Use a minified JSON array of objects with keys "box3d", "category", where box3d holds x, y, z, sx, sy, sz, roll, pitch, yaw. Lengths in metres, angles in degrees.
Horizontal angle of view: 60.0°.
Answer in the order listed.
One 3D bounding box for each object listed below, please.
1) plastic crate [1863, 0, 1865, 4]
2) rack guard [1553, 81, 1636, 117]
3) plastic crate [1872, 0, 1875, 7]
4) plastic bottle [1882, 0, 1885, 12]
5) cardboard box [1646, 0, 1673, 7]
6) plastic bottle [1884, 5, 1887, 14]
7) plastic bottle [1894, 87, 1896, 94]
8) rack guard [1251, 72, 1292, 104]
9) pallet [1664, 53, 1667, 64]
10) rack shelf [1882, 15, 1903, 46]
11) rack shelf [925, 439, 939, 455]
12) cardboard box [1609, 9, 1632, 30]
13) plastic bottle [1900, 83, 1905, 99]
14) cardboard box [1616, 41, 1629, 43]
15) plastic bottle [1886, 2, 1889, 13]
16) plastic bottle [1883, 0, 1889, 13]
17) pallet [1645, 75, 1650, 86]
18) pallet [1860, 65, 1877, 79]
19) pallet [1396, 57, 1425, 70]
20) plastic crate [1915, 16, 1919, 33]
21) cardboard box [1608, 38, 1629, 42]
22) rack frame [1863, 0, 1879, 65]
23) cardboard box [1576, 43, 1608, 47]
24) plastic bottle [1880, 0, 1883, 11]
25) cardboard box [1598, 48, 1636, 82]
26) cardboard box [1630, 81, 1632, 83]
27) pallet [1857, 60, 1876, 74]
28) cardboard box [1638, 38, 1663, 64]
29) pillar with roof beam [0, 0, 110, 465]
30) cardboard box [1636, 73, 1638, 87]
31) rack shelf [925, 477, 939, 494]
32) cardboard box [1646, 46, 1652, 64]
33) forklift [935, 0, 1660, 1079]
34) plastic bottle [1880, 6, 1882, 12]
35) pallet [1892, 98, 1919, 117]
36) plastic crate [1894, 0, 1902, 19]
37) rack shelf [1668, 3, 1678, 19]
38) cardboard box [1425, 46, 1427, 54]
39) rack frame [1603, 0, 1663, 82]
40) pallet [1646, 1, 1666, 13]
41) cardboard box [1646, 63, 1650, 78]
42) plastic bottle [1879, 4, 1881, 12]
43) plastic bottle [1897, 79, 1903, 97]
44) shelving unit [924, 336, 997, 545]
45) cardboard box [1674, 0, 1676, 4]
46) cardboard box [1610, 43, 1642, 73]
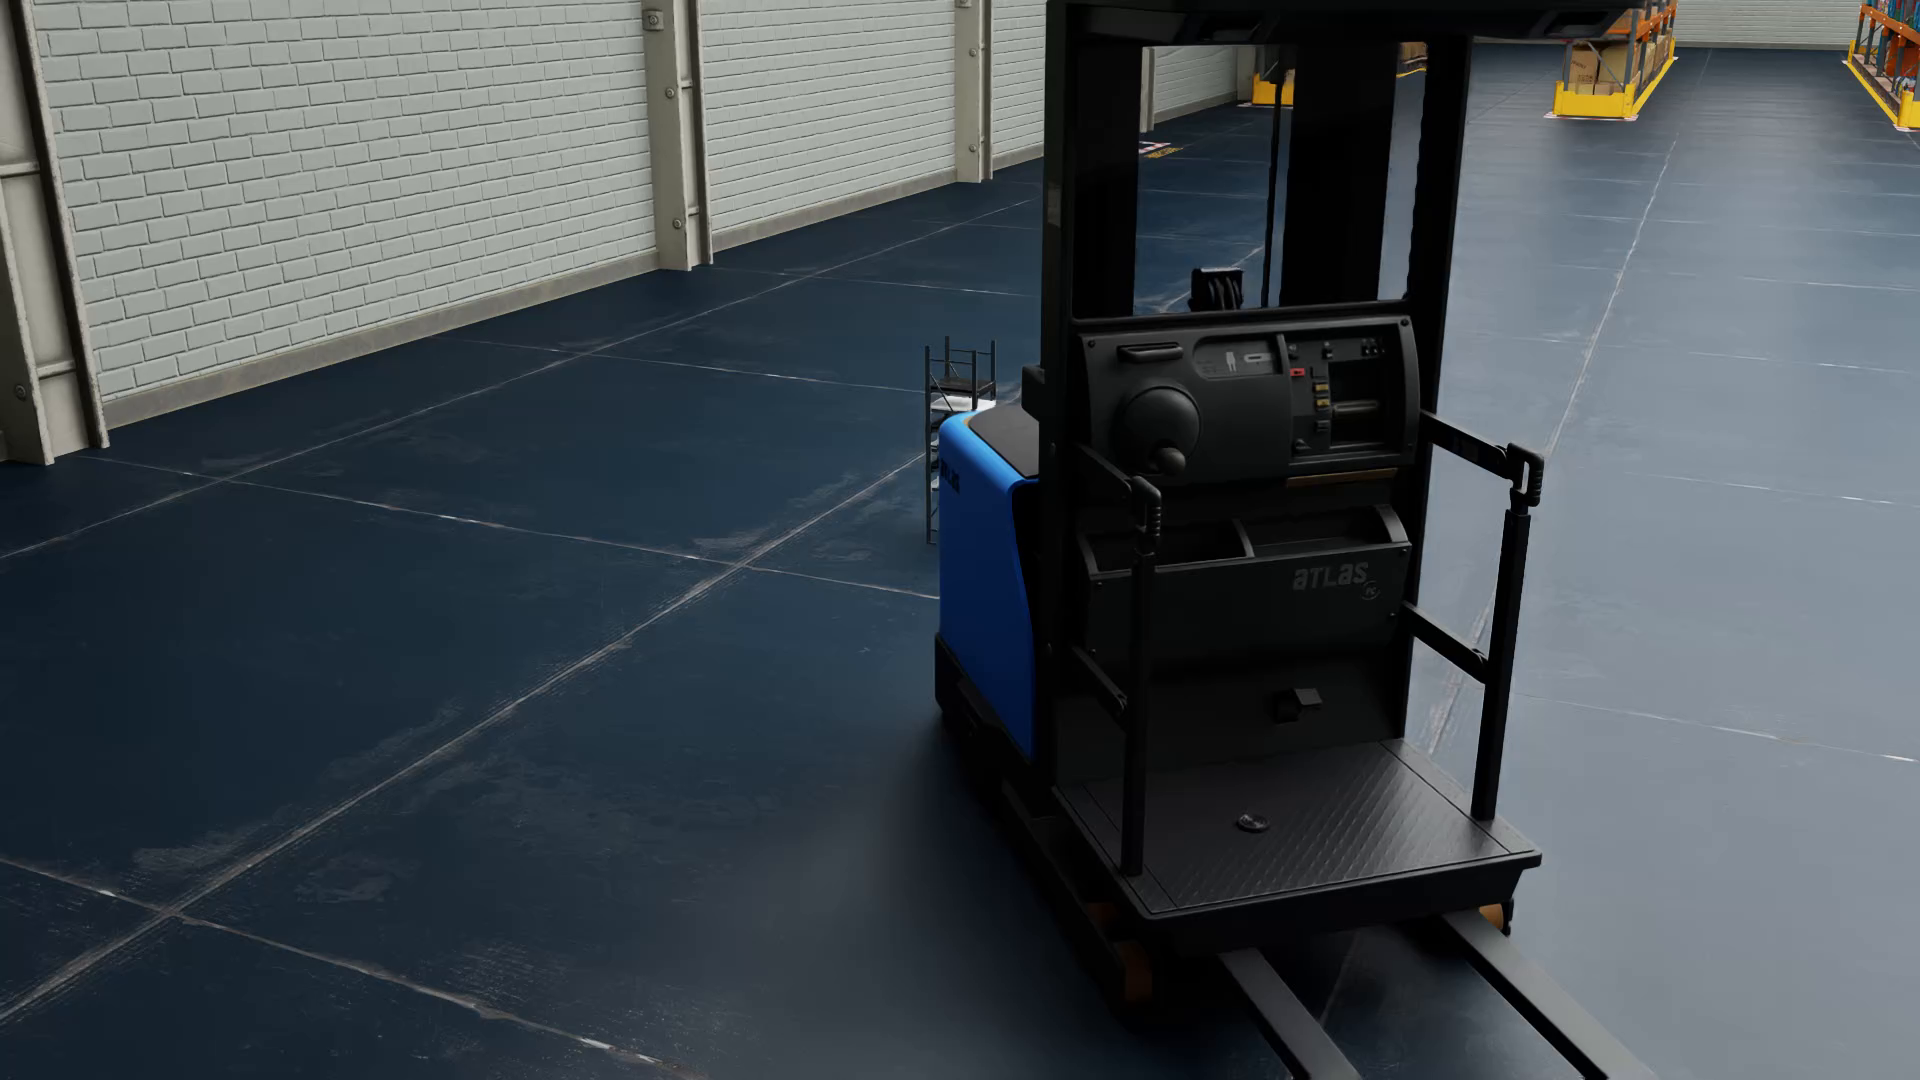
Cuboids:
[{"box3d":[20.554,-12.200,37.602,0.250,0.136,0.298,9,21,23],"category":"plastic crate"},{"box3d":[10.083,-7.018,26.456,1.175,0.500,0.348,9,21,23],"category":"rack guard"},{"box3d":[19.404,-11.401,34.984,0.392,0.384,0.575,9,21,23],"category":"plastic crate"},{"box3d":[18.364,-10.616,32.917,0.144,0.351,0.185,9,21,23],"category":"plastic bottle"},{"box3d":[15.464,-12.037,36.689,0.500,0.500,0.500,9,22,24],"category":"cardboard box"},{"box3d":[18.061,-10.338,32.358,0.097,0.201,0.097,0,20,0],"category":"plastic bottle"},{"box3d":[15.635,-7.534,27.697,0.097,0.201,0.097,0,20,0],"category":"plastic bottle"},{"box3d":[5.603,-7.727,28.450,1.175,0.500,0.348,9,21,23],"category":"rack guard"},{"box3d":[15.787,-11.141,38.482,1.003,0.211,1.213,9,21,23],"category":"pallet"},{"box3d":[17.067,-9.017,29.421,1.077,0.370,4.000,9,21,23],"category":"rack shelf"},{"box3d":[0.003,-0.395,7.336,0.258,0.077,0.200,9,21,23],"category":"rack shelf"},{"box3d":[10.296,-8.391,26.437,0.700,0.500,0.500,9,21,23],"category":"cardboard box"},{"box3d":[15.148,-7.183,26.599,0.152,0.276,0.135,8,21,21],"category":"plastic bottle"},{"box3d":[13.538,-9.996,34.174,0.500,0.500,0.500,9,22,25],"category":"cardboard box"},{"box3d":[17.901,-10.252,32.011,0.097,0.271,0.097,0,20,0],"category":"plastic bottle"},{"box3d":[18.234,-10.519,32.644,0.144,0.351,0.185,9,21,23],"category":"plastic bottle"},{"box3d":[12.996,-9.088,32.709,1.003,0.211,1.213,9,21,23],"category":"pallet"},{"box3d":[19.170,-9.646,34.278,1.003,0.211,1.213,9,21,23],"category":"pallet"},{"box3d":[9.741,-10.615,37.003,1.003,0.211,1.213,9,21,23],"category":"pallet"},{"box3d":[14.814,-7.844,25.270,0.499,0.251,0.408,9,21,23],"category":"plastic crate"},{"box3d":[13.557,-10.367,34.098,0.500,0.250,0.500,9,22,25],"category":"cardboard box"},{"box3d":[19.524,-11.190,34.458,1.000,3.000,0.127,9,21,23],"category":"rack frame"},{"box3d":[10.846,-8.277,28.623,0.500,0.500,0.500,9,21,23],"category":"cardboard box"},{"box3d":[18.608,-10.760,33.432,0.152,0.276,0.135,9,21,23],"category":"plastic bottle"},{"box3d":[10.719,-7.745,27.128,0.500,0.500,0.500,9,21,23],"category":"cardboard box"},{"box3d":[10.717,-7.392,27.254,0.500,0.250,0.500,9,21,23],"category":"cardboard box"},{"box3d":[19.790,-10.107,35.572,1.003,0.211,1.213,9,21,23],"category":"pallet"},{"box3d":[14.444,-10.252,34.892,0.500,0.500,0.500,8,21,21],"category":"cardboard box"},{"box3d":[-0.831,-4.113,5.605,9.100,9.000,0.400,9,21,23],"category":"pillar with roof beam"},{"box3d":[11.527,-8.005,28.977,0.500,0.250,0.500,9,21,23],"category":"cardboard box"},{"box3d":[0.003,-0.225,7.396,0.258,0.077,0.200,9,21,23],"category":"rack shelf"},{"box3d":[12.756,-9.154,31.373,0.500,0.311,0.500,9,22,24],"category":"cardboard box"},{"box3d":[0.821,-0.357,4.099,1.130,2.935,3.031,-6,20,-15],"category":"forklift"},{"box3d":[18.536,-10.693,33.355,0.097,0.201,0.097,0,20,0],"category":"plastic bottle"},{"box3d":[15.437,-6.857,26.435,1.003,0.211,1.213,9,21,23],"category":"pallet"},{"box3d":[16.946,-9.546,29.738,0.402,0.464,0.583,9,21,23],"category":"plastic crate"},{"box3d":[15.826,-12.144,38.212,1.077,0.370,4.000,9,21,23],"category":"rack shelf"},{"box3d":[10.339,-11.518,37.961,0.750,0.750,0.750,9,21,23],"category":"cardboard box"},{"box3d":[13.369,-10.648,32.934,1.000,3.000,0.127,9,21,23],"category":"rack frame"},{"box3d":[13.583,-10.775,33.576,1.213,0.211,1.003,9,21,23],"category":"pallet"},{"box3d":[12.752,-8.887,31.459,0.500,0.250,0.500,9,21,24],"category":"cardboard box"},{"box3d":[18.685,-10.804,33.669,0.097,0.201,0.097,0,20,0],"category":"plastic bottle"},{"box3d":[15.356,-7.380,27.141,0.061,0.283,0.133,10,22,25],"category":"plastic bottle"},{"box3d":[0.003,-0.426,7.325,0.258,0.900,0.210,9,21,23],"category":"shelving unit"},{"box3d":[16.291,-12.656,38.430,0.500,0.500,0.500,9,21,23],"category":"cardboard box"},{"box3d":[11.525,-8.358,28.852,0.500,0.500,0.500,9,21,23],"category":"cardboard box"}]
